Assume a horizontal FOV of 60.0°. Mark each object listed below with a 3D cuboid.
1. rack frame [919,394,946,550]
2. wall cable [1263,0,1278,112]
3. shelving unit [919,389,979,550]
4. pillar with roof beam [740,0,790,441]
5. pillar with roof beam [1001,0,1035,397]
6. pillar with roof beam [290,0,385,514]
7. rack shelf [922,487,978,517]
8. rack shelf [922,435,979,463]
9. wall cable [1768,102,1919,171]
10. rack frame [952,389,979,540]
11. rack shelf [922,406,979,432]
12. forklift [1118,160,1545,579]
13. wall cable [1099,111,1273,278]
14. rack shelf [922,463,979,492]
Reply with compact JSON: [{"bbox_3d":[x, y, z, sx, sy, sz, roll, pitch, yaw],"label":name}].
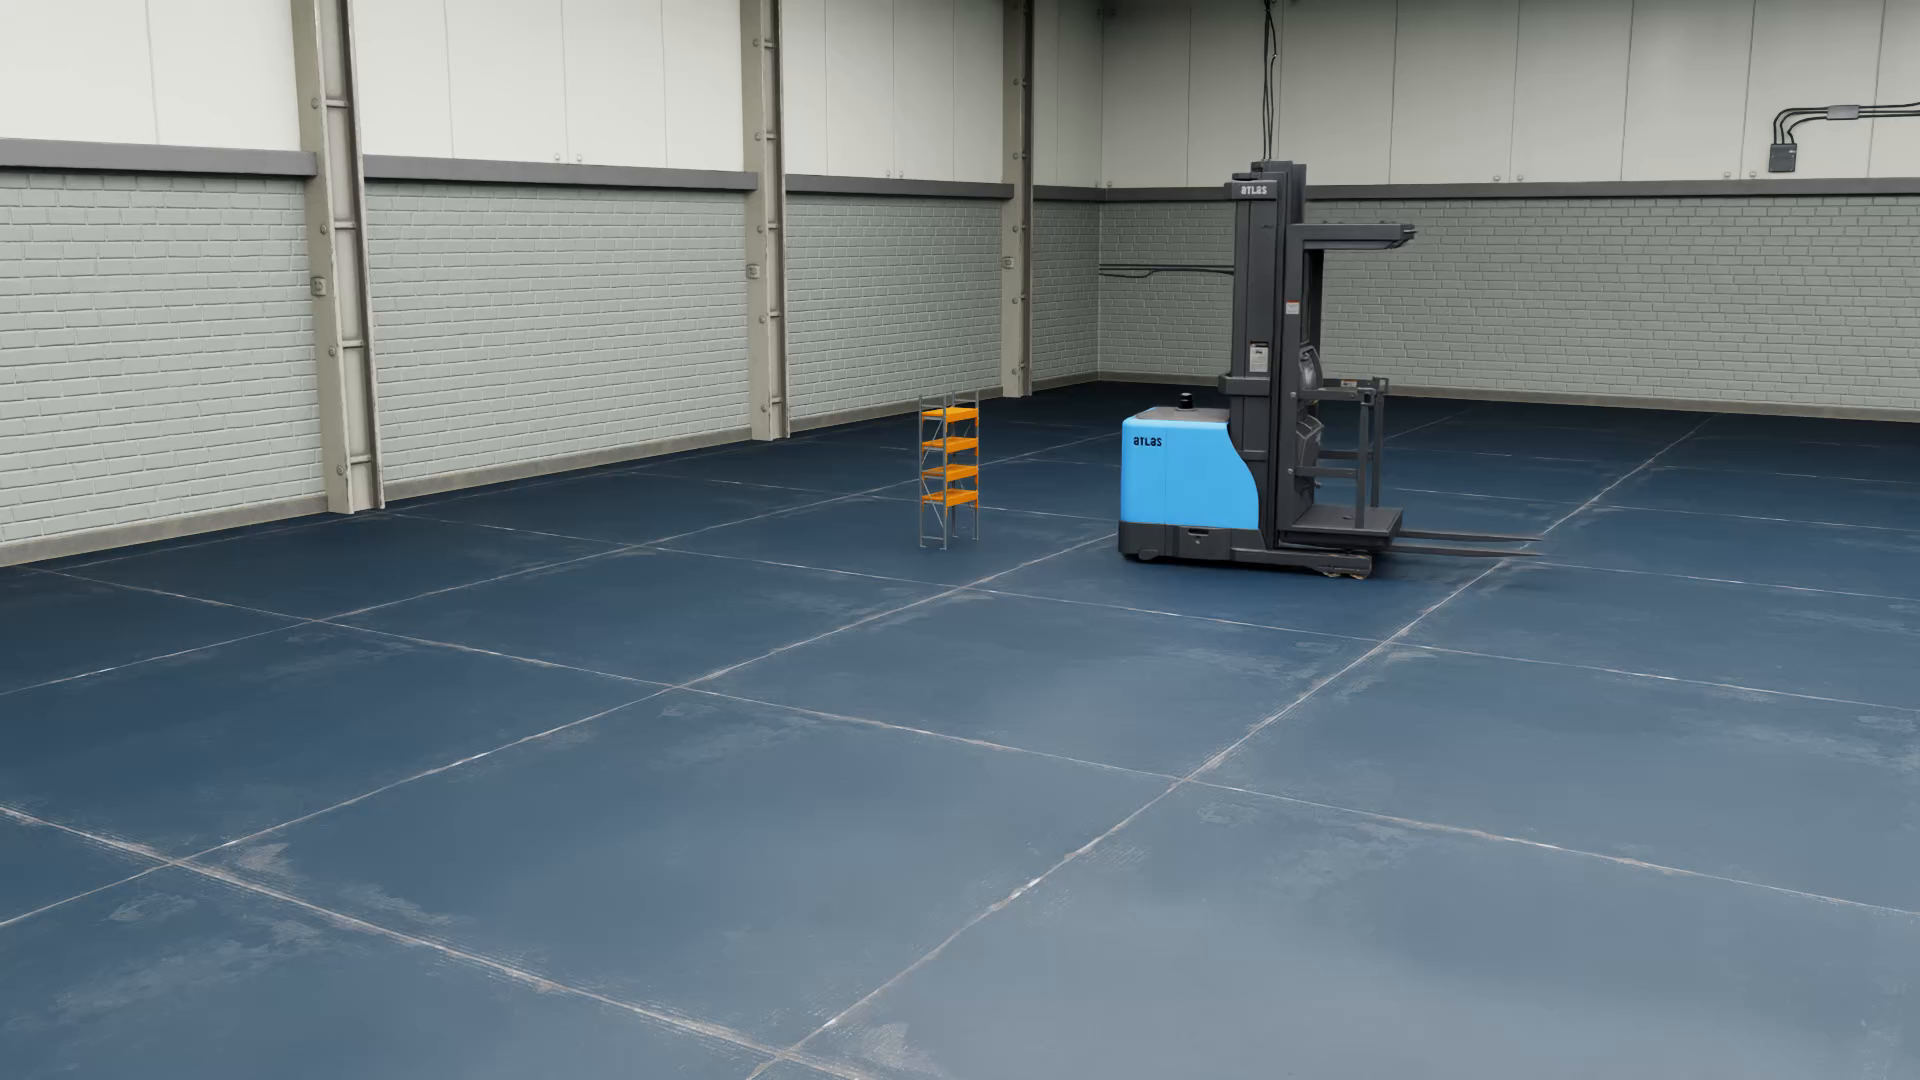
[{"bbox_3d":[-0.213,-0.525,12.914,0.240,1.200,0.015,6,12,31],"label":"rack frame"},{"bbox_3d":[5.817,-7.618,24.318,3.097,2.526,0.112,6,12,31],"label":"wall cable"},{"bbox_3d":[-0.086,-0.564,13.119,0.258,1.200,0.503,6,12,31],"label":"shelving unit"},{"bbox_3d":[1.410,-5.228,16.840,9.100,9.000,0.400,6,12,31],"label":"pillar with roof beam"},{"bbox_3d":[4.525,-6.172,21.881,9.100,9.000,0.400,6,12,31],"label":"pillar with roof beam"},{"bbox_3d":[-1.705,-4.285,11.800,9.100,9.000,0.400,6,12,31],"label":"pillar with roof beam"},{"bbox_3d":[-0.086,-0.302,13.168,0.258,0.148,0.480,6,12,31],"label":"rack shelf"},{"bbox_3d":[-0.086,-0.717,13.090,0.258,0.148,0.480,6,12,31],"label":"rack shelf"},{"bbox_3d":[11.611,-7.682,20.707,2.305,6.003,0.169,6,12,31],"label":"wall cable"},{"bbox_3d":[0.041,-0.602,13.324,0.240,1.200,0.015,6,12,31],"label":"rack frame"},{"bbox_3d":[-0.086,-0.950,13.047,0.258,0.148,0.480,6,12,31],"label":"rack shelf"},{"bbox_3d":[2.765,-1.271,12.194,3.031,2.935,1.130,4,11,20],"label":"forklift"},{"bbox_3d":[3.505,-5.394,26.164,3.097,2.526,0.112,6,12,31],"label":"wall cable"},{"bbox_3d":[-0.086,-0.498,13.132,0.258,0.148,0.480,6,12,31],"label":"rack shelf"}]
